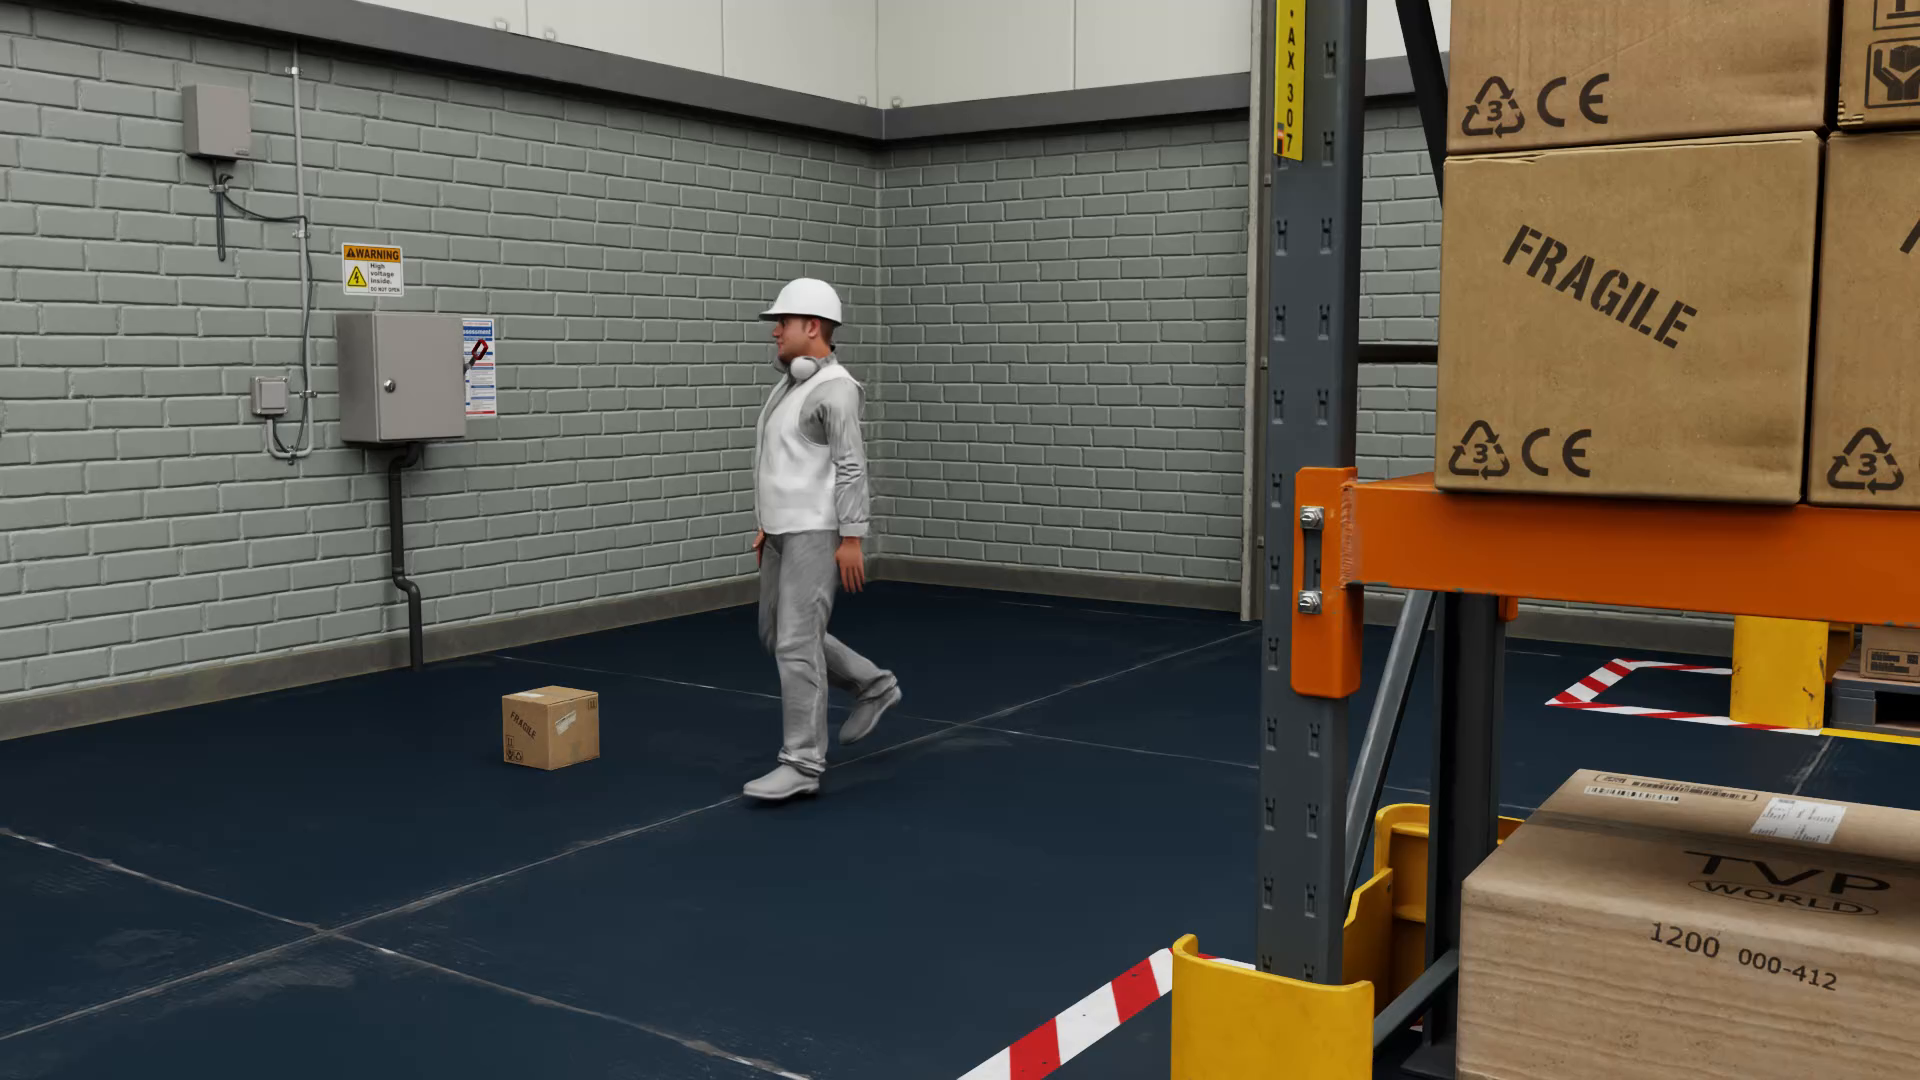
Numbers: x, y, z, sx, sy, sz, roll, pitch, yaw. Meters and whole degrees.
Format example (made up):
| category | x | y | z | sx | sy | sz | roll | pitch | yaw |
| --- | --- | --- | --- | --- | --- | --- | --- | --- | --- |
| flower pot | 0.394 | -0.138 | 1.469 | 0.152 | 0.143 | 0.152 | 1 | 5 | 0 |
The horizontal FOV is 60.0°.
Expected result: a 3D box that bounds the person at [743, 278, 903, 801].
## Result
| category | x | y | z | sx | sy | sz | roll | pitch | yaw |
| --- | --- | --- | --- | --- | --- | --- | --- | --- | --- |
| person | -0.489 | -0.032 | 5.851 | 0.715 | 1.759 | 0.619 | -2 | 7 | -21 |
